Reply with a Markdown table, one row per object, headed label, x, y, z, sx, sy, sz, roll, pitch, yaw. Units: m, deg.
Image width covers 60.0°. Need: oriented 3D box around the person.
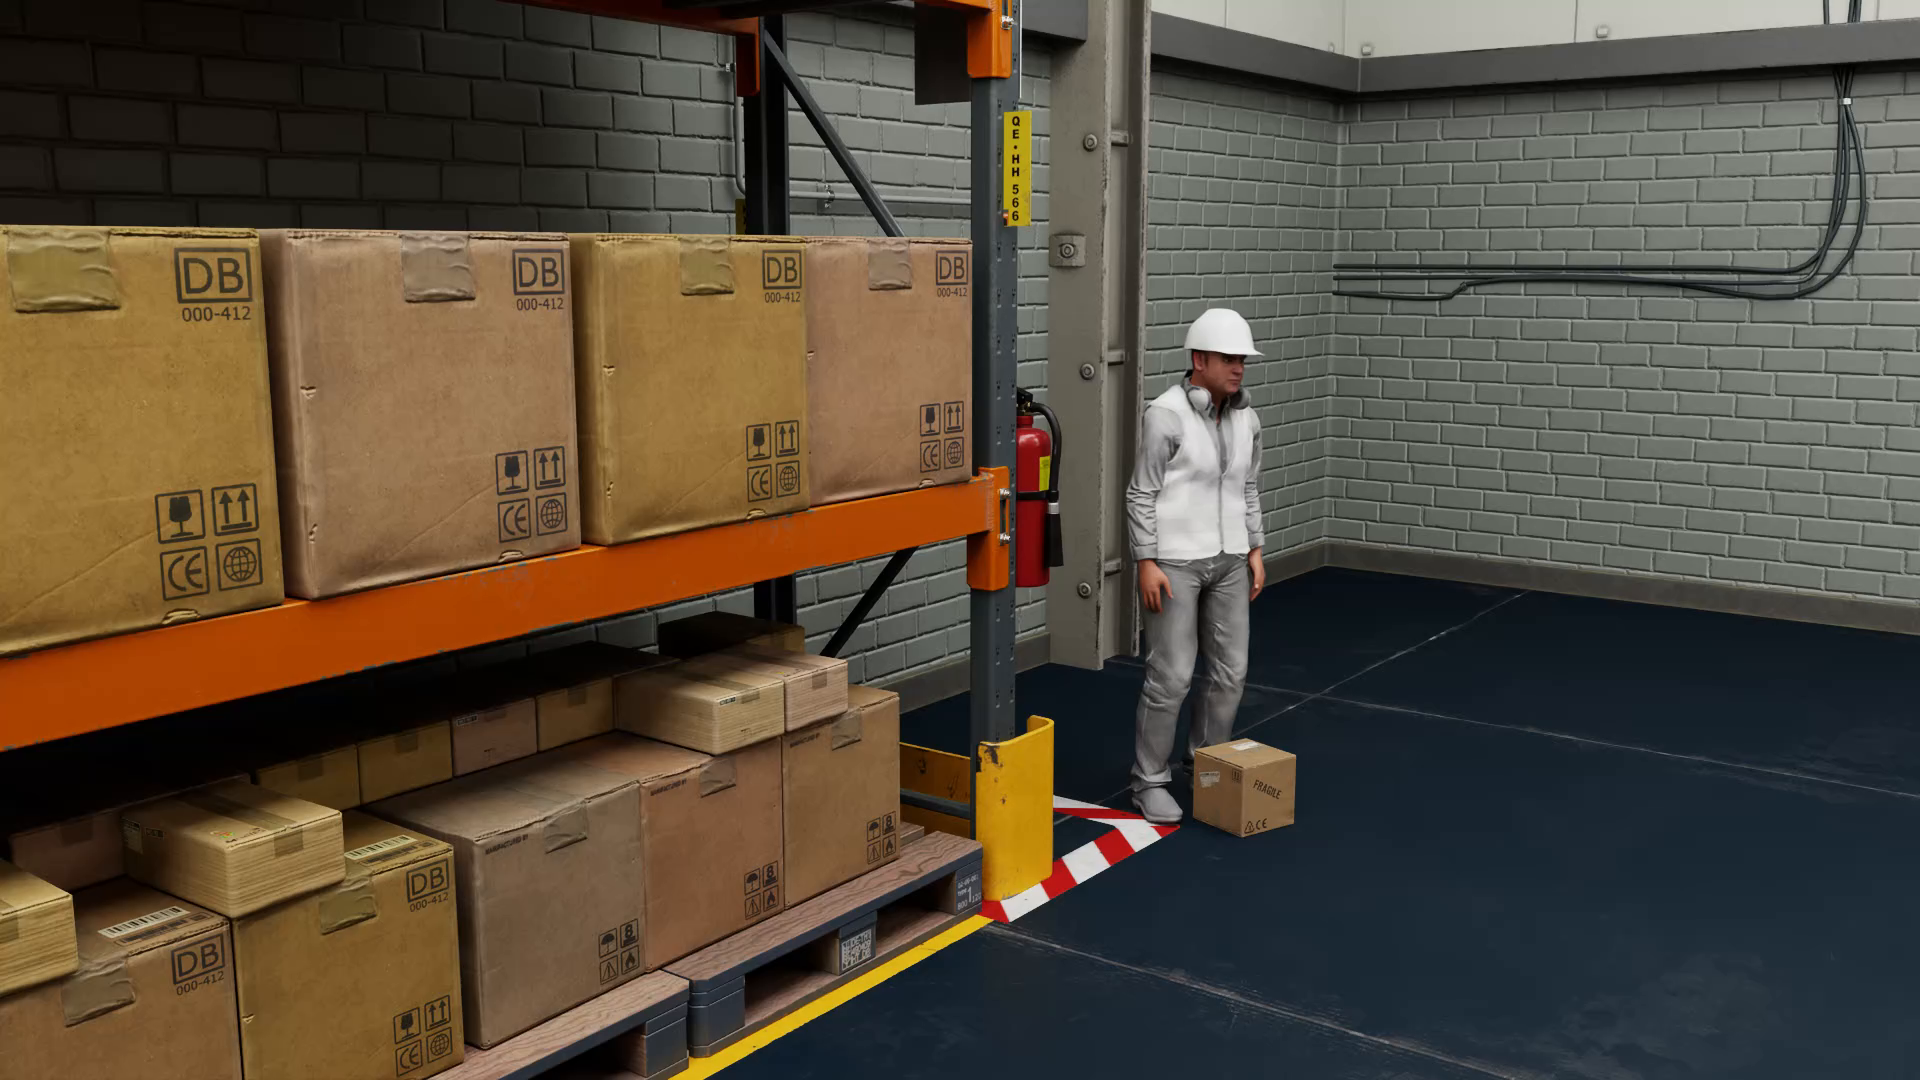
| label | x | y | z | sx | sy | sz | roll | pitch | yaw |
| --- | --- | --- | --- | --- | --- | --- | --- | --- | --- |
| person | 0.843 | 0.075 | 5.874 | 0.580 | 1.771 | 0.463 | -6 | 12 | -32 |
